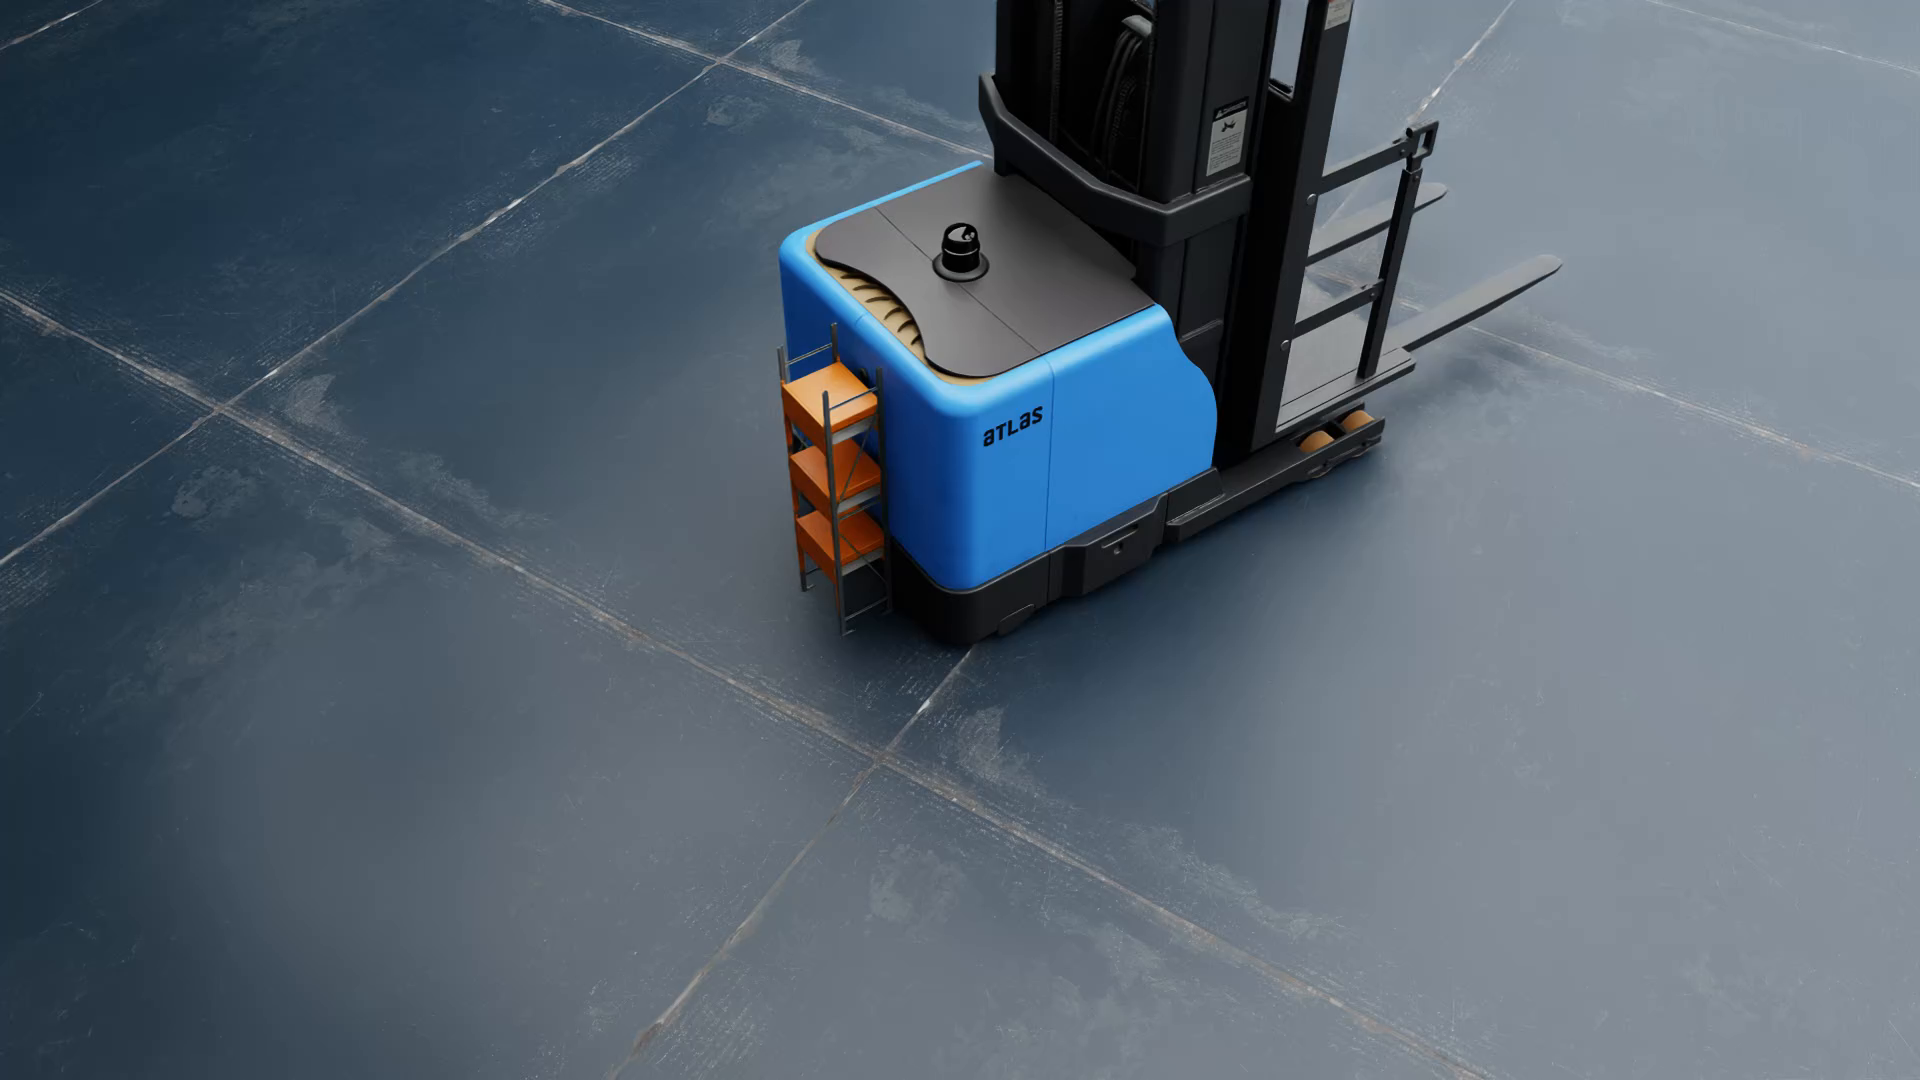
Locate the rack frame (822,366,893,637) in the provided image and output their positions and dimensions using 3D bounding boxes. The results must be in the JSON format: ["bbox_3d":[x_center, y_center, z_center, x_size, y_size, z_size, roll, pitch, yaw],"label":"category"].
[{"bbox_3d":[-0.307,-0.091,5.106,0.200,1.050,0.008,-27,52,-24],"label":"rack frame"}]

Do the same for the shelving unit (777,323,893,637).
[{"bbox_3d":[-0.377,-0.162,5.176,0.215,1.050,0.252,-27,52,-24],"label":"shelving unit"}]

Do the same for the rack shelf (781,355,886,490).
[{"bbox_3d":[-0.377,-0.353,4.980,0.215,0.259,0.240,-27,52,-24],"label":"rack shelf"}]

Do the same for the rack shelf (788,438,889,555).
[{"bbox_3d":[-0.377,-0.155,5.183,0.215,0.259,0.240,-27,52,-24],"label":"rack shelf"}]

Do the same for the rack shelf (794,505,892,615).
[{"bbox_3d":[-0.377,0.039,5.382,0.215,0.259,0.240,-27,52,-24],"label":"rack shelf"}]

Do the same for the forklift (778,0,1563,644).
[{"bbox_3d":[0.921,-1.533,5.196,3.031,2.935,1.130,-26,51,-23],"label":"forklift"}]

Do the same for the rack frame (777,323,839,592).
[{"bbox_3d":[-0.448,-0.233,5.245,0.200,1.050,0.008,-27,52,-24],"label":"rack frame"}]
